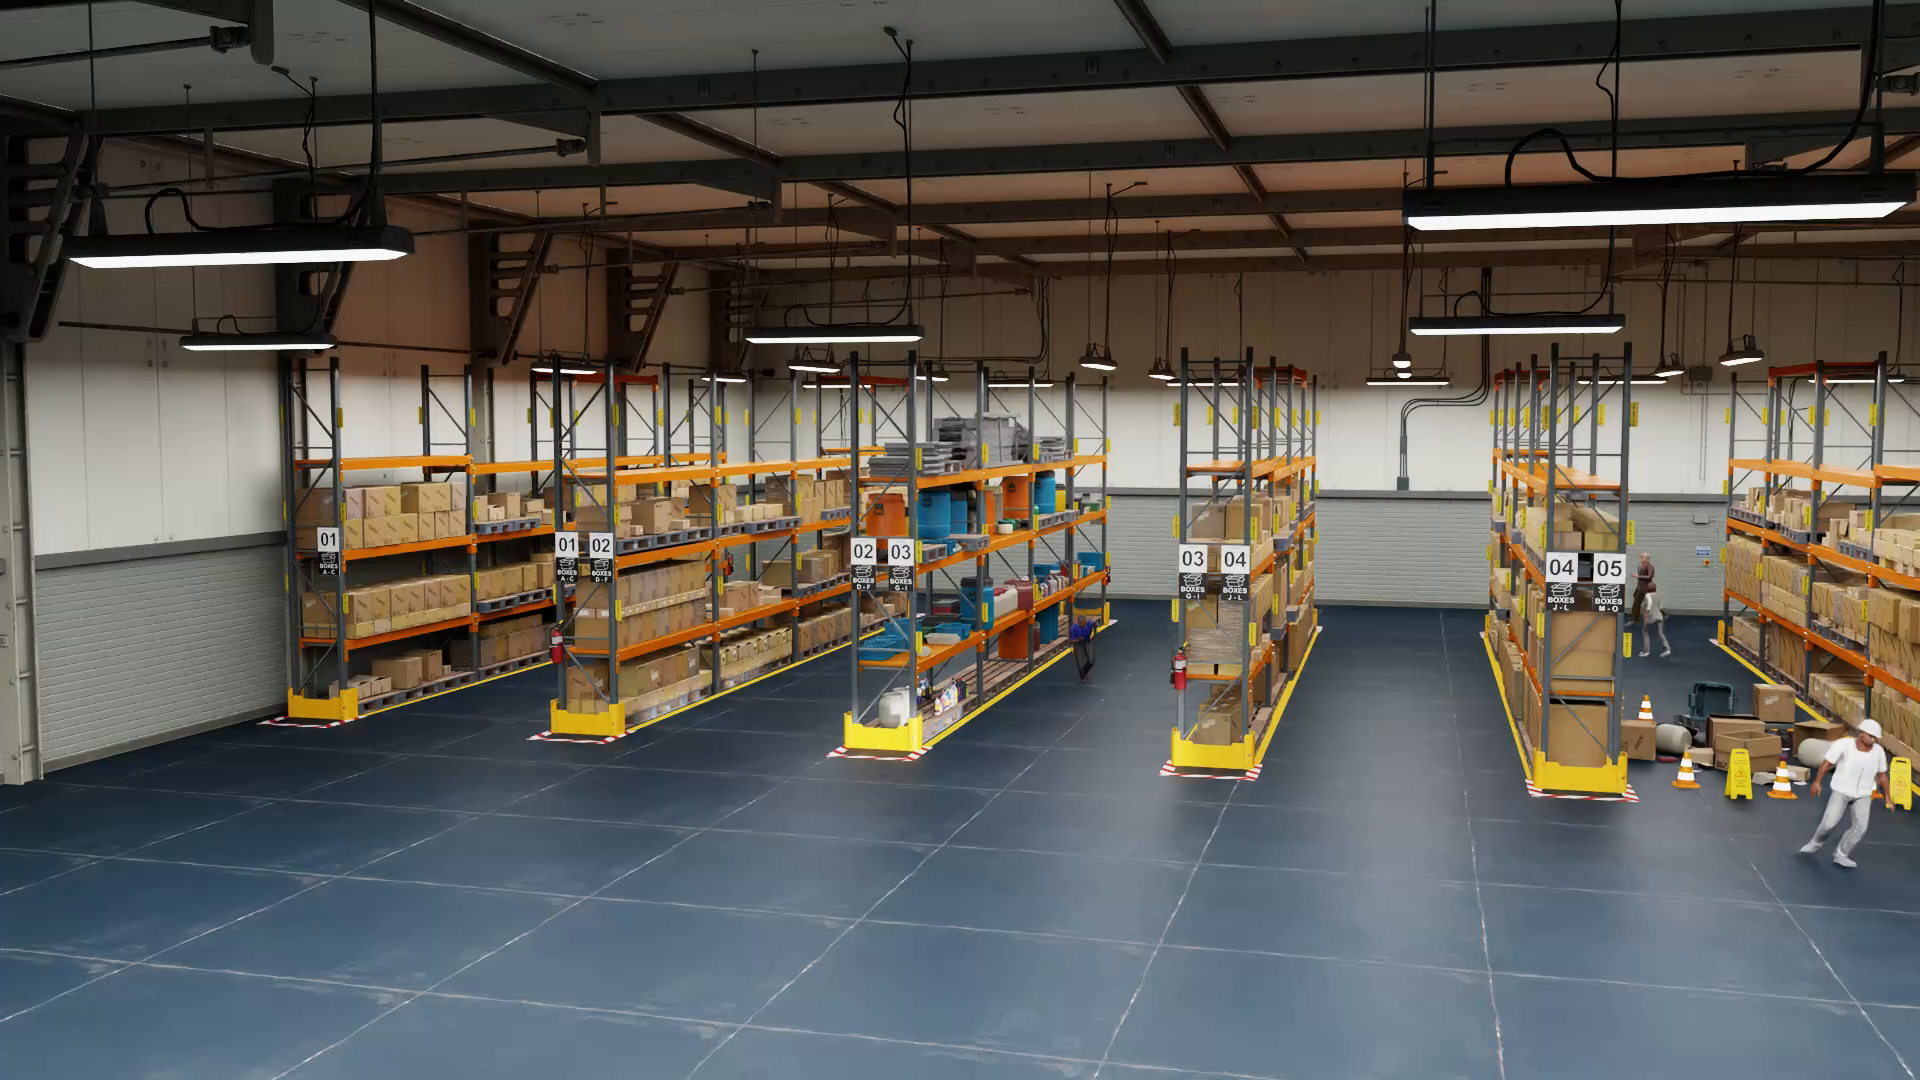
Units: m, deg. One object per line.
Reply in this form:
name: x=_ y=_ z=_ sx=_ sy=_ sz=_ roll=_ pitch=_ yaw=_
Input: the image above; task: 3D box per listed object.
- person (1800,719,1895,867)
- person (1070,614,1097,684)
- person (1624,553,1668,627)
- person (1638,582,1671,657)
person: x=9.888 y=2.792 z=18.499 sx=0.836 sy=1.684 sz=0.694 roll=0 pitch=4 yaw=6
person: x=2.316 y=2.031 z=31.104 sx=0.570 sy=1.366 sz=0.970 roll=0 pitch=4 yaw=-3
person: x=16.307 y=1.225 z=39.510 sx=1.067 sy=1.675 sz=0.705 roll=0 pitch=4 yaw=-5
person: x=14.466 y=1.678 z=34.592 sx=0.531 sy=1.567 sz=0.898 roll=-1 pitch=4 yaw=-12
